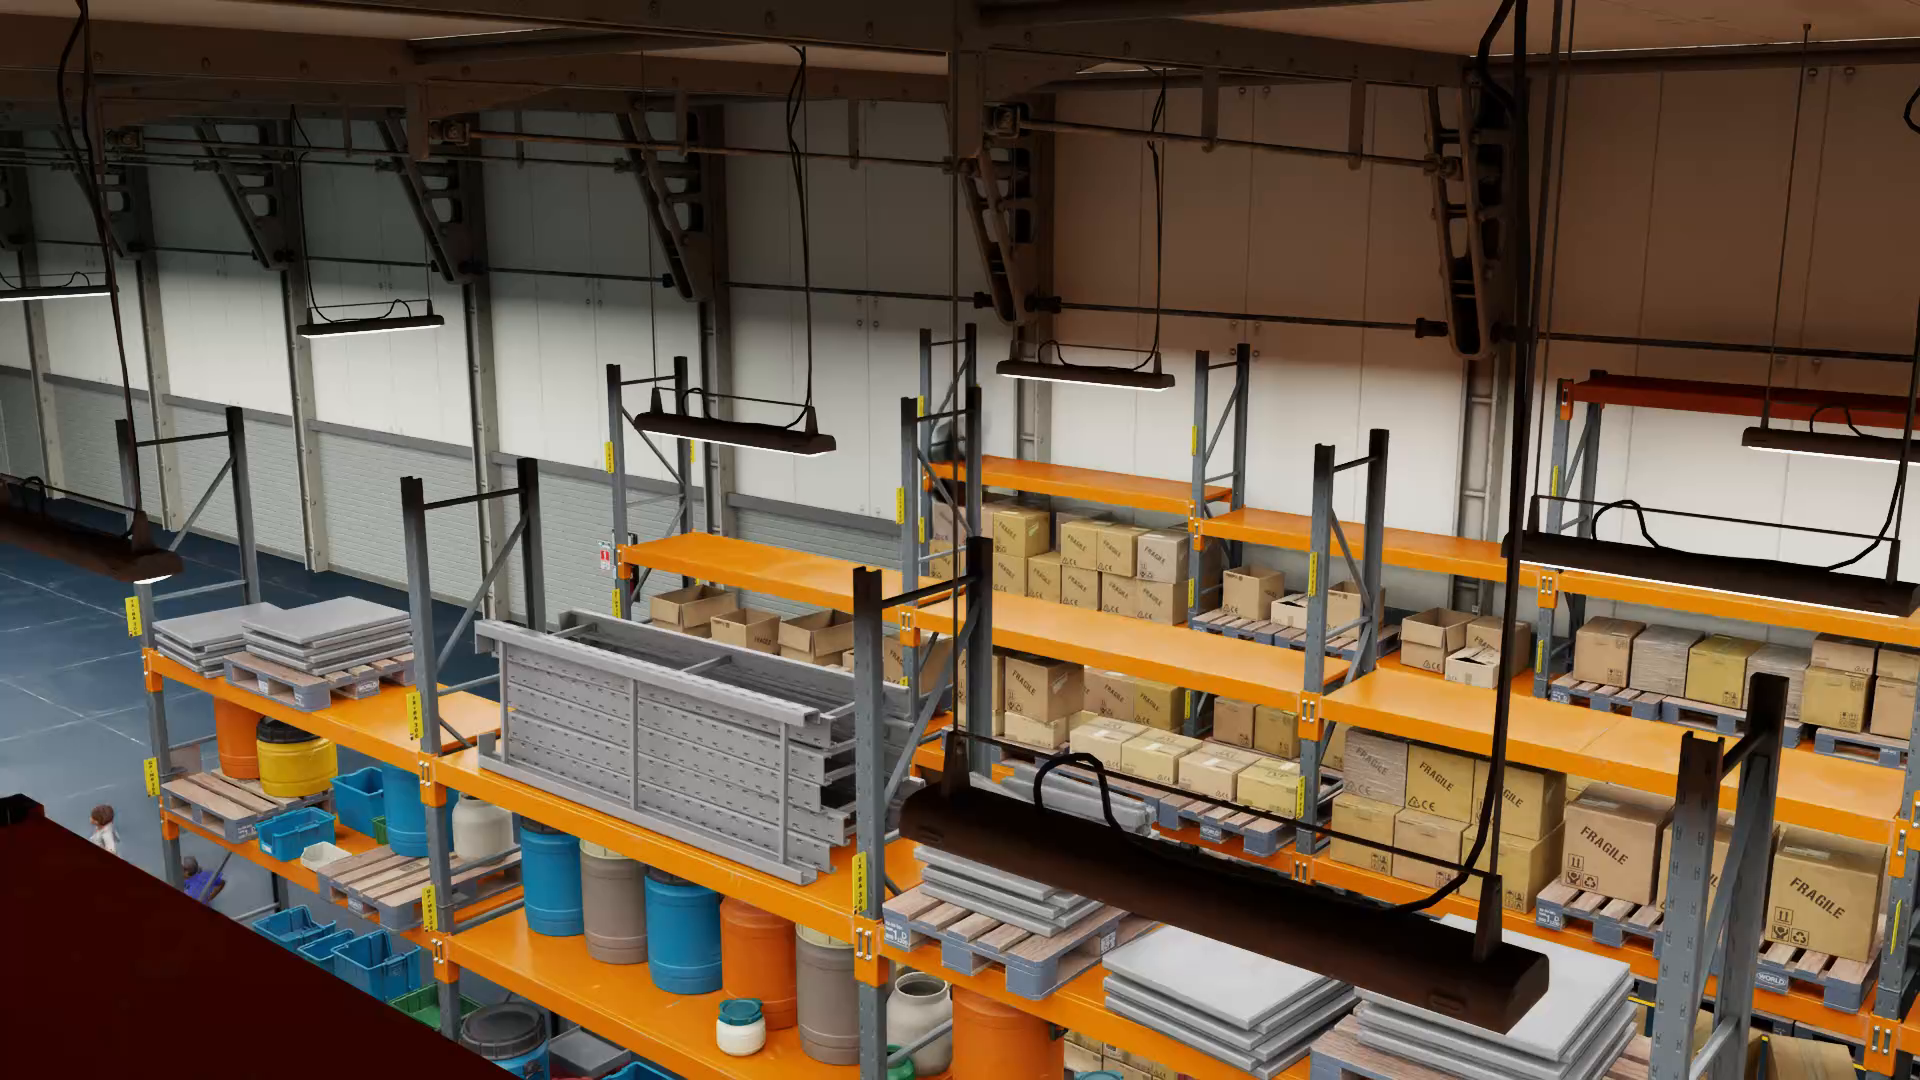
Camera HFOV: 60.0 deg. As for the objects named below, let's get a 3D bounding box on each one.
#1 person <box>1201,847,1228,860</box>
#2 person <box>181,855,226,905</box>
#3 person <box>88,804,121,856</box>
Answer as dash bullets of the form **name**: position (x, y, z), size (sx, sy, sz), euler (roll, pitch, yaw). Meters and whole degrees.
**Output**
- **person**: position (2.385, 3.675, 16.065), size (0.575, 1.720, 0.706), euler (9, 16, 36)
- **person**: position (-7.194, 3.779, 15.891), size (0.792, 1.699, 0.595), euler (-4, 13, -16)
- **person**: position (-8.871, 3.487, 17.325), size (0.545, 1.555, 0.536), euler (-8, 15, -30)
